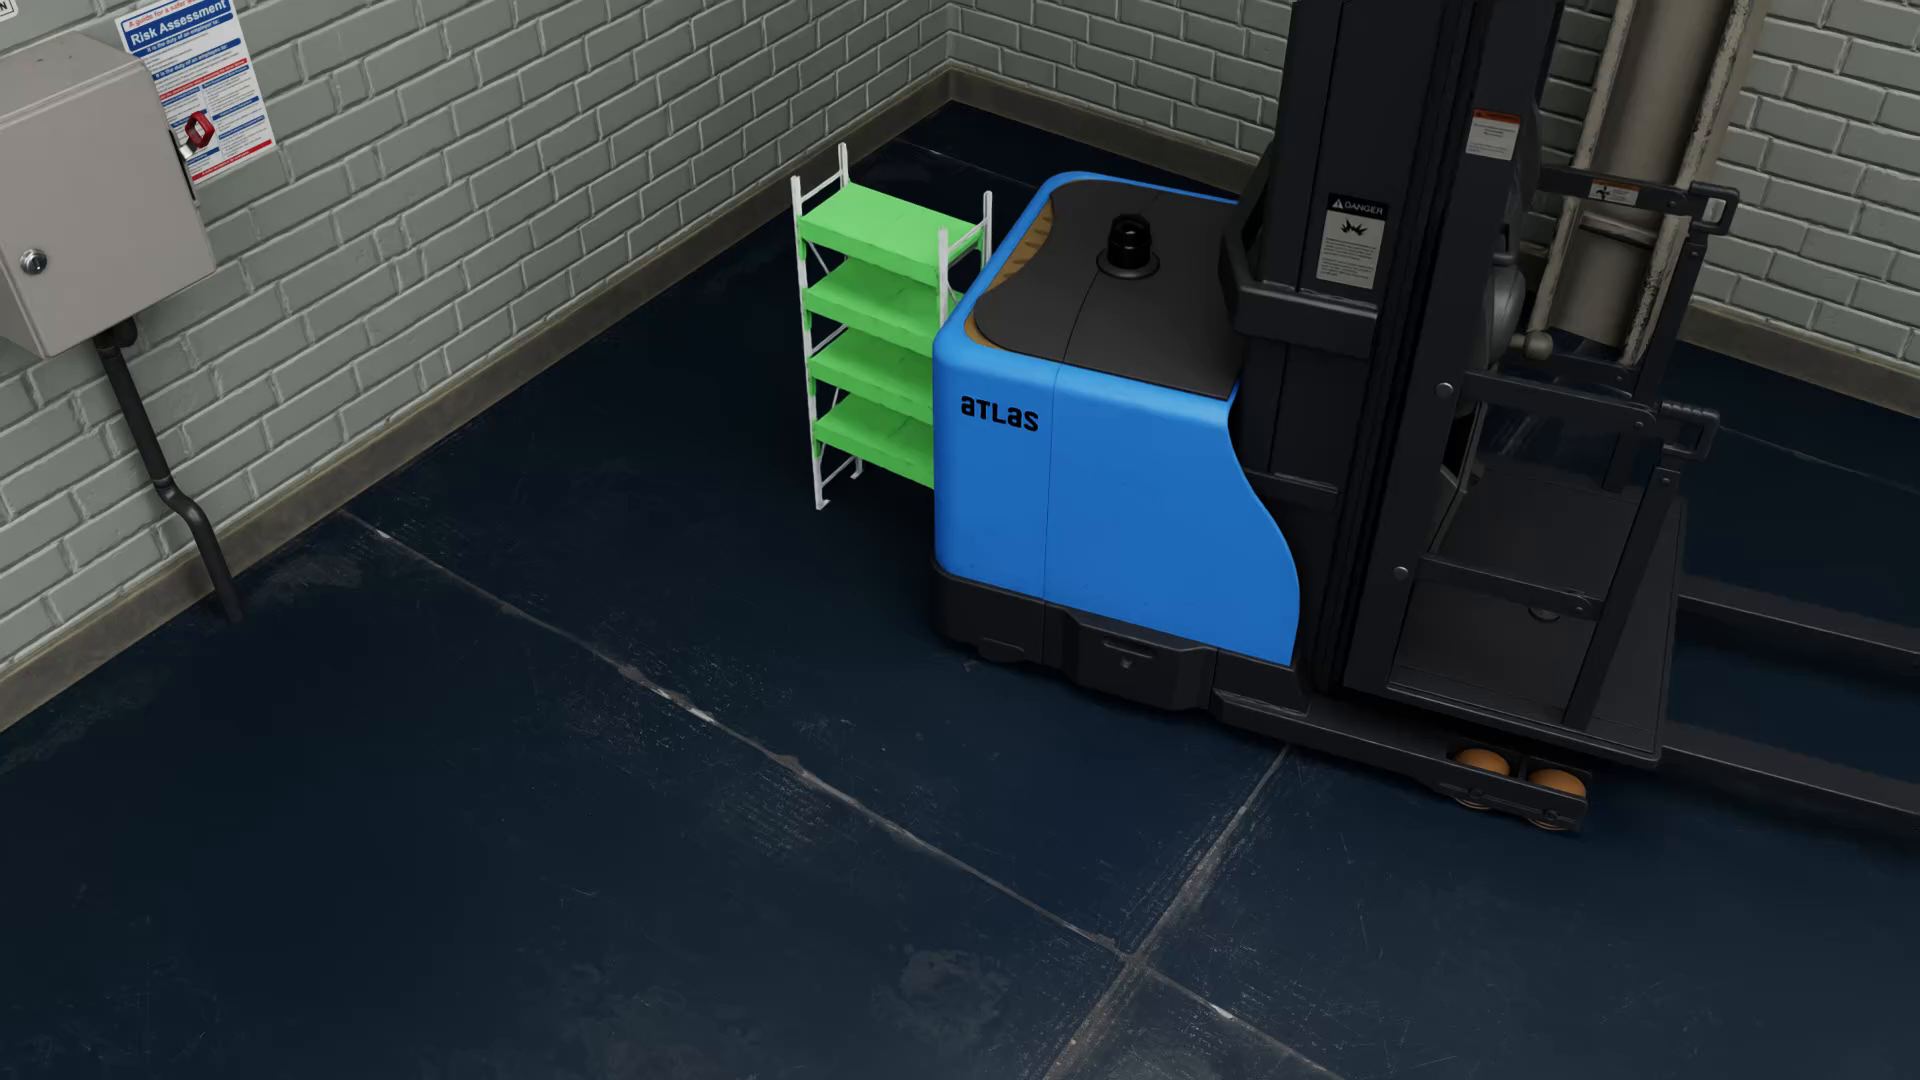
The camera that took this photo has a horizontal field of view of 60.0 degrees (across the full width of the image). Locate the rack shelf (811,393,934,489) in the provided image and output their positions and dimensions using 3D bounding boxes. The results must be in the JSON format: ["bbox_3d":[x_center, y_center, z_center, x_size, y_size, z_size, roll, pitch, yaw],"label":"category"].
[{"bbox_3d":[-0.188,-0.295,5.135,0.480,0.148,0.258,24,47,24],"label":"rack shelf"}]

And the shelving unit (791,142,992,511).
[{"bbox_3d":[-0.188,-0.521,4.933,0.503,1.200,0.258,24,47,24],"label":"shelving unit"}]

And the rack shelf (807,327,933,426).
[{"bbox_3d":[-0.188,-0.473,4.975,0.480,0.148,0.258,24,47,24],"label":"rack shelf"}]

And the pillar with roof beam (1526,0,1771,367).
[{"bbox_3d":[-0.145,-1.777,0.488,0.400,9.000,9.100,25,48,25],"label":"pillar with roof beam"}]

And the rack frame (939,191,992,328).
[{"bbox_3d":[0.016,-0.432,4.833,0.015,1.200,0.240,24,47,24],"label":"rack frame"}]

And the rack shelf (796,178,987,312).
[{"bbox_3d":[-0.188,-0.831,4.655,0.480,0.148,0.258,24,47,24],"label":"rack shelf"}]

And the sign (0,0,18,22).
[{"bbox_3d":[-2.336,-1.250,3.778,0.001,0.242,0.339,25,48,25],"label":"sign"}]

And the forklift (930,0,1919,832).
[{"bbox_3d":[1.483,-0.730,3.868,3.031,2.935,1.130,15,44,16],"label":"forklift"}]

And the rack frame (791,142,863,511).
[{"bbox_3d":[-0.392,-0.610,5.032,0.015,1.200,0.240,24,47,24],"label":"rack frame"}]

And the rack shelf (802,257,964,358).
[{"bbox_3d":[-0.188,-0.652,4.815,0.480,0.148,0.258,24,47,24],"label":"rack shelf"}]

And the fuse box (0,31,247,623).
[{"bbox_3d":[-2.134,-0.413,4.428,0.414,1.711,0.539,25,48,25],"label":"fuse box"}]

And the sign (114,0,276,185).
[{"bbox_3d":[-2.020,-1.207,4.420,0.001,0.494,0.329,25,48,25],"label":"sign"}]
